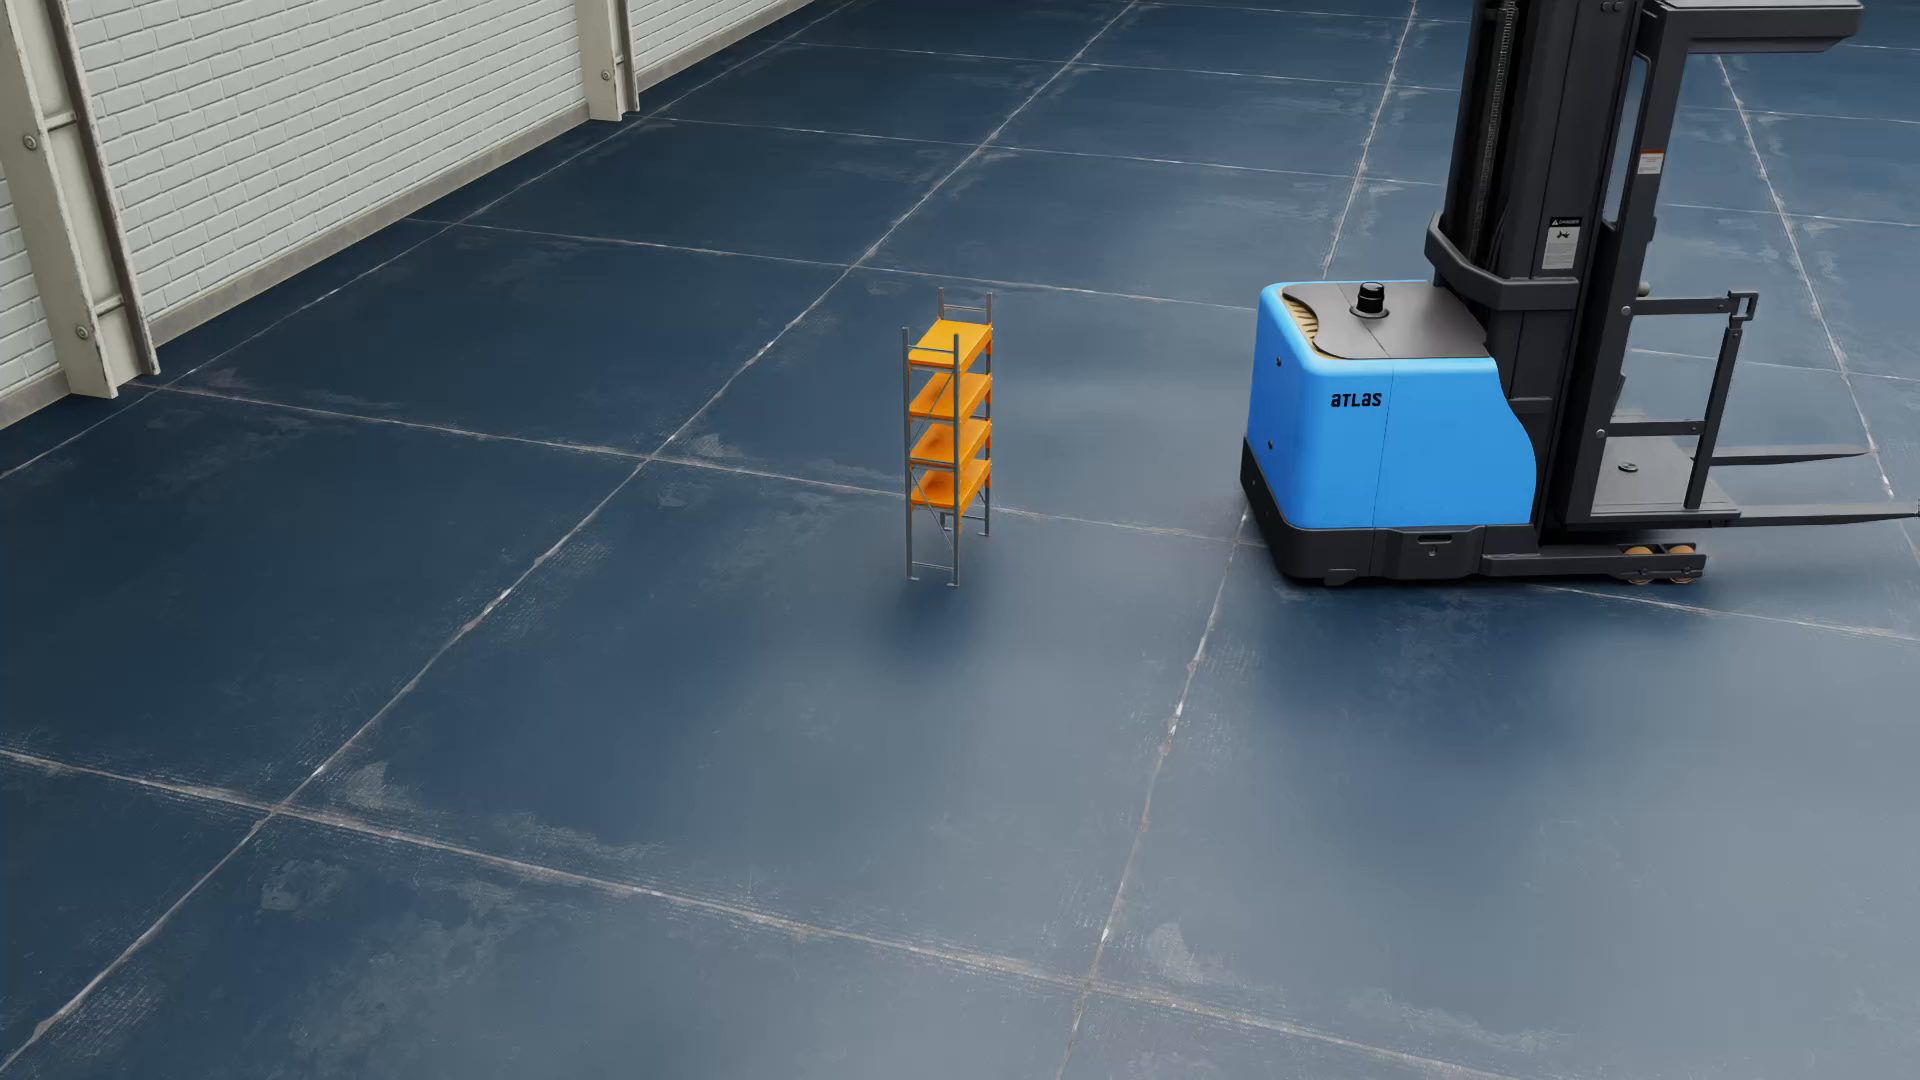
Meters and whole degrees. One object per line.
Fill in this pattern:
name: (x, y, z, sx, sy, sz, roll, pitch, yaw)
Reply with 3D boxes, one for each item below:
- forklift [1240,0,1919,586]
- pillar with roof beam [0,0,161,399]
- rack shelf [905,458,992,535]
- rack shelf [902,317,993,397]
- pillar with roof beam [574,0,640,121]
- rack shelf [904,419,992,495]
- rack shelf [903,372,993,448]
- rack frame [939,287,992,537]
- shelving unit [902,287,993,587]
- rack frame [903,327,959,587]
forklift: (2.903, -1.339, 7.143, 3.031, 2.935, 1.130, -1, 29, -3)
pillar with roof beam: (-0.639, -4.209, 6.059, 9.100, 9.000, 0.400, 8, 30, 15)
rack shelf: (-0.049, -0.215, 7.449, 0.258, 0.148, 0.480, 8, 30, 15)
rack shelf: (-0.049, -0.791, 7.129, 0.258, 0.148, 0.480, 8, 30, 15)
pillar with roof beam: (1.122, -6.997, 11.071, 9.100, 9.000, 0.400, 8, 30, 15)
rack shelf: (-0.049, -0.389, 7.353, 0.258, 0.148, 0.480, 8, 30, 15)
rack shelf: (-0.049, -0.584, 7.244, 0.258, 0.148, 0.480, 8, 30, 15)
rack frame: (0.023, -0.561, 7.524, 0.240, 1.200, 0.015, 8, 30, 15)
shelving unit: (-0.049, -0.447, 7.320, 0.258, 1.200, 0.503, 8, 30, 15)
rack frame: (-0.120, -0.334, 7.116, 0.240, 1.200, 0.015, 8, 30, 15)
